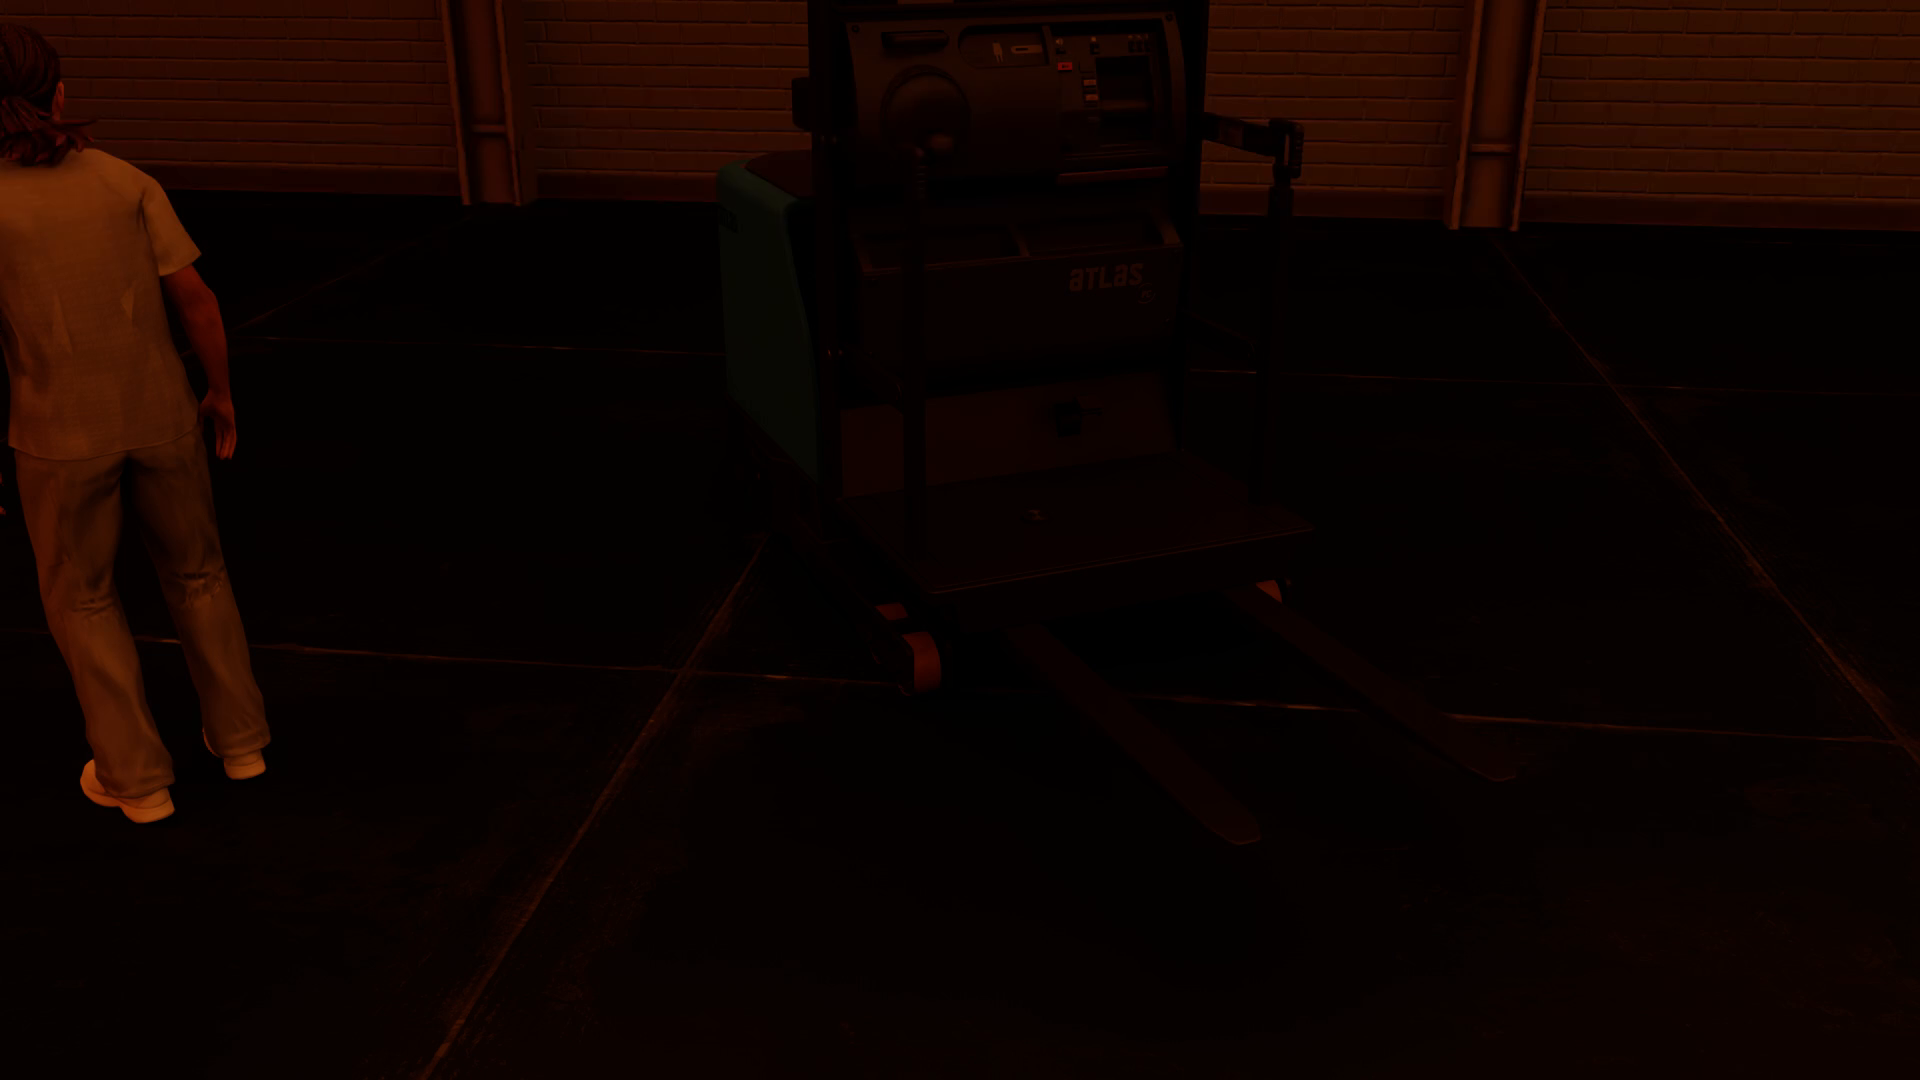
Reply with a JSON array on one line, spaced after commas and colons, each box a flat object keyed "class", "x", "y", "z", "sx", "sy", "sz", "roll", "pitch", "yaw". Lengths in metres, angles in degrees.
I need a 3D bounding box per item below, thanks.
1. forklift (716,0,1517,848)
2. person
[{"class": "forklift", "x": 0.243, "y": -1.144, "z": 4.094, "sx": 1.130, "sy": 2.935, "sz": 3.031, "roll": -9, "pitch": 24, "yaw": -21}, {"class": "person", "x": -1.795, "y": -0.214, "z": 3.484, "sx": 0.540, "sy": 1.664, "sz": 0.387, "roll": -19, "pitch": 28, "yaw": -38}]
